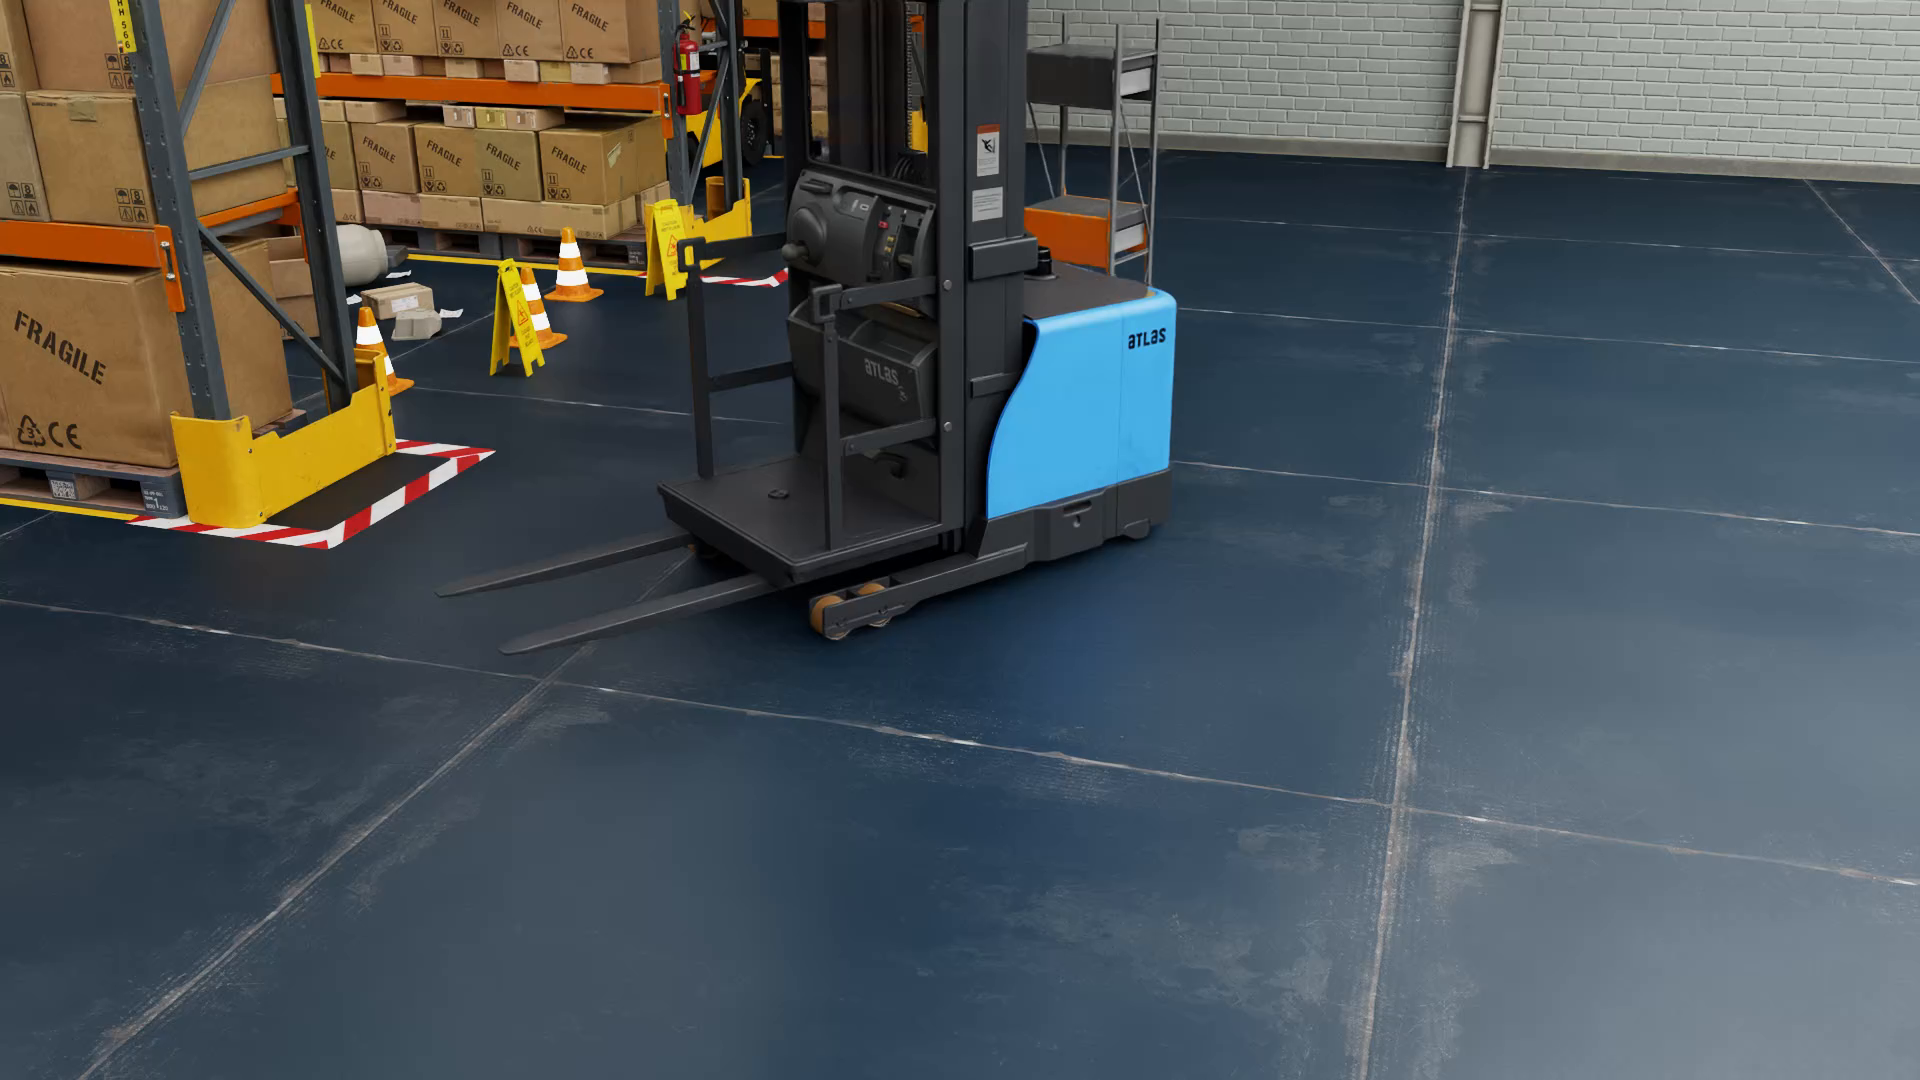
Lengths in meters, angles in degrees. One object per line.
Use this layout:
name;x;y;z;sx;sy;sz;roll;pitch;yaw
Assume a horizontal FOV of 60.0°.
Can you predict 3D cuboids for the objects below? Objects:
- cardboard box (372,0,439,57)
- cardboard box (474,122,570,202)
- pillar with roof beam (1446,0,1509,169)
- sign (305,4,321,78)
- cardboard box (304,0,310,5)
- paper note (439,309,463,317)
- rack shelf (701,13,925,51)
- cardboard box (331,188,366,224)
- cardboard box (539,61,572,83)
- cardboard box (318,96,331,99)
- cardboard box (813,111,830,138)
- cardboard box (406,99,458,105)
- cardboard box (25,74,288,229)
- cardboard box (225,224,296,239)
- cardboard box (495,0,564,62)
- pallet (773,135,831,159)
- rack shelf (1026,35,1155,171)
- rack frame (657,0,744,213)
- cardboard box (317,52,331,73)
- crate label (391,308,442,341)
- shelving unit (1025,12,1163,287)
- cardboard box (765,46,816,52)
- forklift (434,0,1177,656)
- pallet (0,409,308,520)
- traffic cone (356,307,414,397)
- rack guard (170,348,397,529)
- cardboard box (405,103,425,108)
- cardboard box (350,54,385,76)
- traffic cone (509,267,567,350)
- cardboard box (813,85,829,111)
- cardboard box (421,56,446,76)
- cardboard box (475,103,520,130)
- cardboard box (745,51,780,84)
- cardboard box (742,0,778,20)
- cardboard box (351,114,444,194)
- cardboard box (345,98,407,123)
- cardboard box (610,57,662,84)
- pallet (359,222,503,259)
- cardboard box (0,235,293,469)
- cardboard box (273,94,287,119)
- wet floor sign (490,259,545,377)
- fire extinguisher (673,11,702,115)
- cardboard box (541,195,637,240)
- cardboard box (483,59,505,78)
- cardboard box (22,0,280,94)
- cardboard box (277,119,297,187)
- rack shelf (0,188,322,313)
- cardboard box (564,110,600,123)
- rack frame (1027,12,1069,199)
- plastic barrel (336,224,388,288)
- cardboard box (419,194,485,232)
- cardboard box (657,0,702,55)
cardboard box;-3.880;-3.792;12.039;0.500;0.500;0.500;7;23;16
cardboard box;-3.188;-2.792;12.206;0.500;0.500;0.500;7;23;17
pillar with roof beam;3.680;-6.235;10.613;0.400;9.000;9.100;7;23;16
sign;-3.012;-2.303;7.686;0.005;0.325;0.100;7;23;16
cardboard box;-4.846;-3.900;12.302;0.500;0.500;0.500;6;23;15
paper note;-3.325;-1.481;10.839;0.142;0.019;0.148;-1;22;-3
rack shelf;-2.329;-5.164;16.855;4.000;0.370;1.077;7;23;16
cardboard box;-4.673;-2.617;12.768;0.500;0.250;0.500;8;24;19
cardboard box;-2.778;-3.344;11.802;0.250;0.149;0.380;6;23;15
cardboard box;-6.852;-5.108;18.347;0.625;0.625;0.875;7;23;17
cardboard box;-1.429;-4.195;16.613;0.500;0.250;0.500;7;23;15
cardboard box;-5.487;-4.953;17.968;0.625;0.625;0.875;6;23;15
cardboard box;-3.546;-1.758;7.406;0.550;0.550;0.875;7;23;16
cardboard box;-5.041;-2.145;11.838;0.500;0.500;0.500;-14;26;-30
cardboard box;-2.922;-3.674;11.750;0.500;0.500;0.500;7;23;16
pallet;-1.159;-4.056;16.881;1.213;0.211;1.003;7;23;16
rack shelf;0.586;-1.991;7.549;0.480;0.518;0.431;14;26;31
rack frame;-1.845;-3.474;11.786;0.127;3.000;1.000;7;23;16
cardboard box;-4.719;-3.578;12.372;0.250;0.149;0.380;7;23;17
crate label;-3.395;-1.351;10.383;0.298;0.136;0.250;-5;23;-12
shelving unit;0.586;-1.356;7.810;0.503;2.100;0.431;14;26;31
cardboard box;-1.775;-4.896;17.006;0.500;0.250;0.500;6;23;15
forklift;-0.558;-1.203;6.340;3.031;2.935;1.130;-16;27;-34
pallet;-3.966;-0.433;8.049;1.213;0.211;1.003;7;23;15
traffic cone;-3.276;-1.065;9.256;0.334;0.463;0.336;7;23;16
rack guard;-3.155;-0.505;7.843;0.348;0.500;1.175;7;23;16
cardboard box;-4.543;-3.159;13.101;0.500;0.500;0.500;7;23;16
cardboard box;-4.243;-3.501;12.185;0.250;0.149;0.380;7;23;16
traffic cone;-2.624;-1.438;10.166;0.334;0.463;0.336;7;23;16
cardboard box;-1.448;-4.430;16.528;0.500;0.250;0.500;6;23;15
cardboard box;-3.722;-3.496;12.170;0.250;0.149;0.380;7;23;16
cardboard box;-3.298;-3.081;12.055;0.250;0.149;0.380;7;23;16
cardboard box;-1.922;-4.705;16.541;0.500;0.250;0.500;7;23;16
cardboard box;-1.946;-5.399;16.348;0.500;0.500;0.500;6;23;14
cardboard box;-4.175;-2.907;12.486;0.500;0.500;0.500;8;24;18
cardboard box;-4.334;-3.199;12.344;0.250;0.149;0.380;8;24;19
cardboard box;-2.264;-3.321;11.745;0.250;0.149;0.380;7;23;17
pallet;-3.849;-2.428;12.912;1.213;0.211;1.003;7;23;16
cardboard box;-3.846;-0.926;7.821;0.875;0.875;0.875;7;23;16
cardboard box;-5.085;-3.283;12.549;0.250;0.149;0.380;7;23;16
wet floor sign;-2.578;-1.291;9.568;0.232;0.644;0.267;3;22;6
fire extinguisher;-1.868;-3.258;11.362;0.183;0.674;0.296;7;23;16
cardboard box;-2.719;-2.390;12.213;0.500;0.250;0.500;6;23;15
cardboard box;-3.238;-3.441;12.037;0.250;0.149;0.380;7;23;16
cardboard box;-3.522;-2.288;7.275;0.550;0.550;0.875;7;23;16
cardboard box;-5.187;-3.019;12.758;0.500;0.500;0.500;8;24;18
rack shelf;-5.092;-1.551;8.046;4.000;0.370;1.077;7;23;16
cardboard box;-3.062;-2.990;12.689;0.500;0.500;0.500;6;23;14
rack frame;0.385;-1.408;7.936;0.015;2.100;0.400;14;26;31
plastic barrel;-4.259;-1.958;11.486;0.512;0.421;0.421;-14;26;-30
cardboard box;-3.692;-2.502;12.487;0.500;0.250;0.500;6;23;14
cardboard box;-2.218;-3.810;12.083;0.500;0.500;0.500;6;23;15
